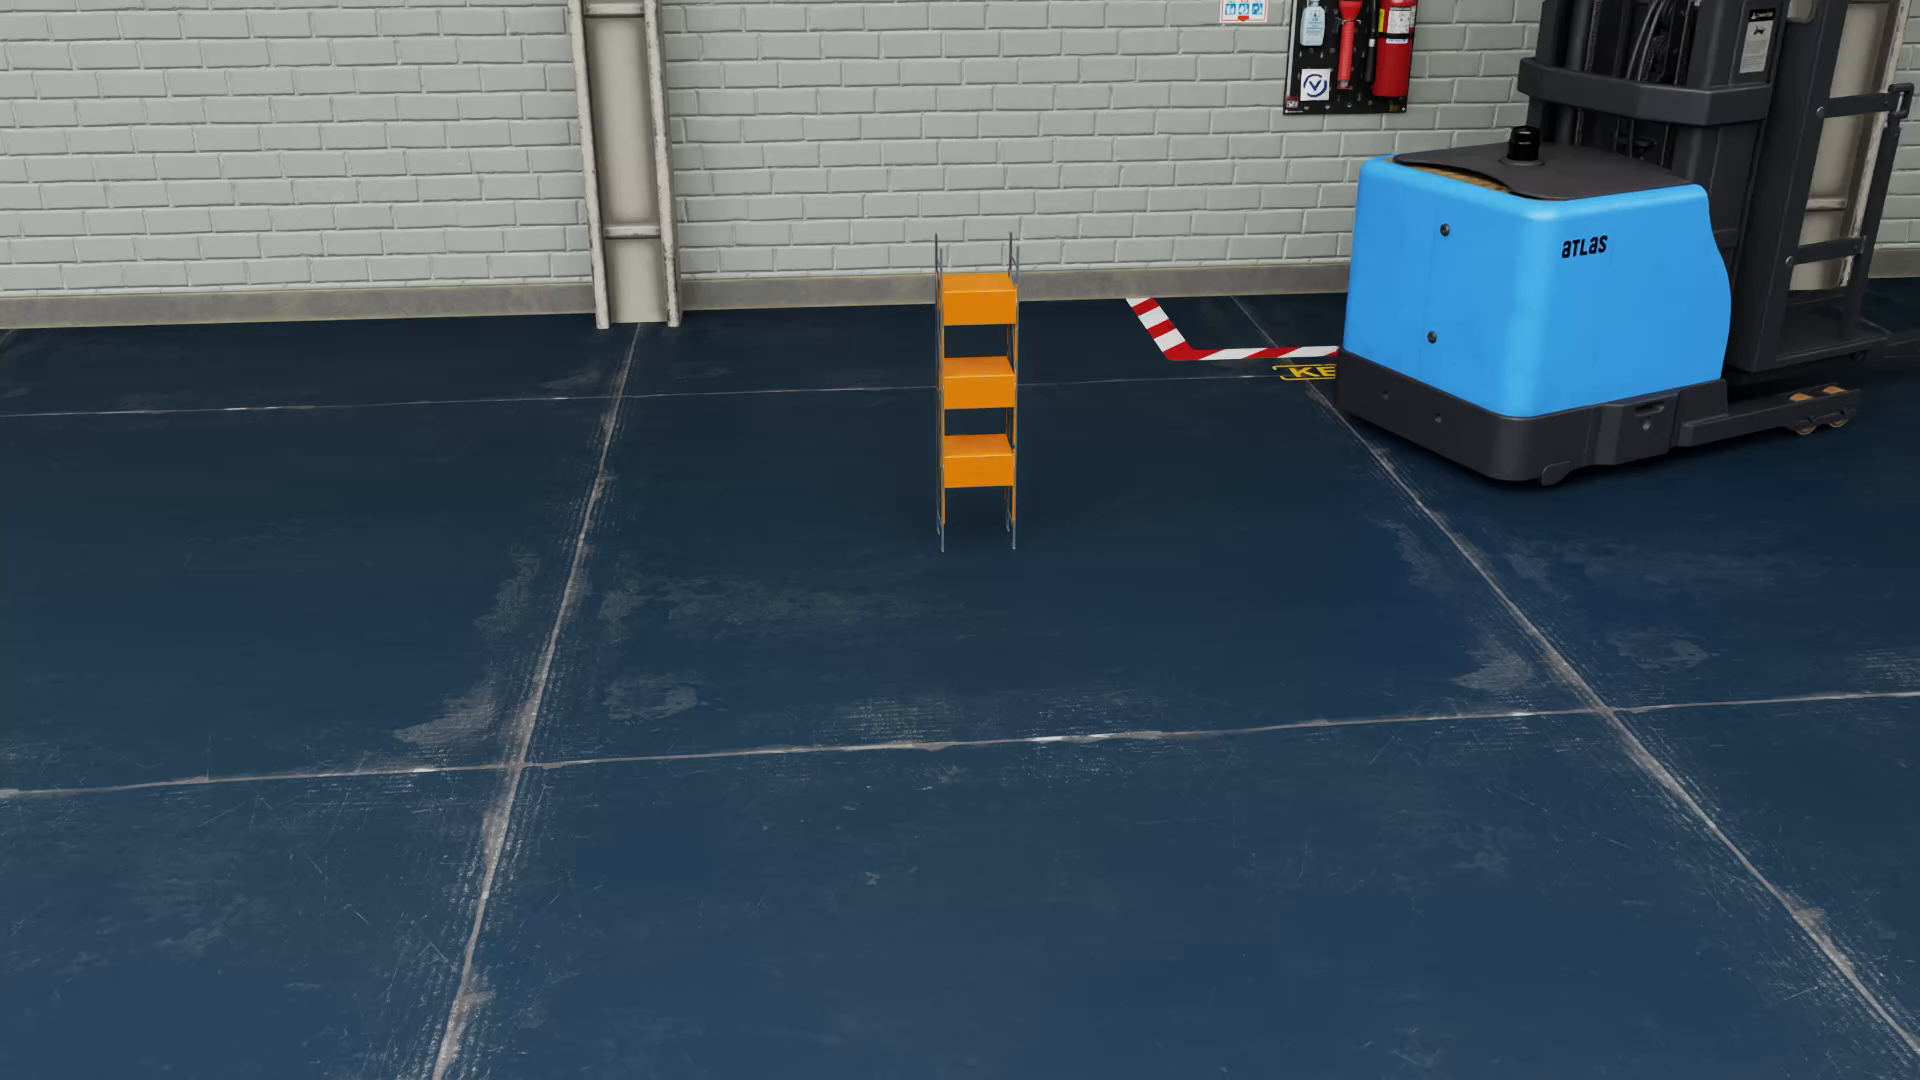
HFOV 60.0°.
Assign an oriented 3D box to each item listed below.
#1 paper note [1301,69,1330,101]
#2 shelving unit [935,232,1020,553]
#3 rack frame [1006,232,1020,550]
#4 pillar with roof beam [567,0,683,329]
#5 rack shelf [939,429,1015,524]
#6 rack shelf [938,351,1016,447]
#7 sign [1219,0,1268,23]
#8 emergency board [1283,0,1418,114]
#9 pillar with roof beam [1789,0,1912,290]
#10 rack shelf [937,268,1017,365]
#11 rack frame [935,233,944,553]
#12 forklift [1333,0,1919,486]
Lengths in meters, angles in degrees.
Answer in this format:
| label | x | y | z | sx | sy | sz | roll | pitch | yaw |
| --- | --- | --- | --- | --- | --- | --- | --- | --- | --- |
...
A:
| label | x | y | z | sx | sy | sz | roll | pitch | yaw |
| --- | --- | --- | --- | --- | --- | --- | --- | --- | --- |
| paper note | 1.749 | -2.240 | 8.180 | 0.142 | 0.148 | 0.016 | -2 | 24 | -5 |
| shelving unit | 0.053 | -0.482 | 5.542 | 0.252 | 1.050 | 0.215 | -2 | 24 | -5 |
| rack frame | 0.175 | -0.487 | 5.553 | 0.008 | 1.050 | 0.200 | -2 | 24 | -5 |
| pillar with roof beam | -1.153 | -3.466 | 2.469 | 0.400 | 9.000 | 9.100 | -2 | 24 | -5 |
| rack shelf | 0.053 | -0.218 | 5.659 | 0.240 | 0.259 | 0.215 | -2 | 24 | -5 |
| rack shelf | 0.053 | -0.472 | 5.546 | 0.240 | 0.259 | 0.215 | -2 | 24 | -5 |
| sign | 1.371 | -2.657 | 7.991 | 0.234 | 0.329 | 0.001 | -2 | 24 | -5 |
| emergency board | 1.932 | -2.621 | 7.954 | 0.643 | 1.169 | 0.194 | -2 | 24 | -5 |
| pillar with roof beam | 4.818 | -3.706 | 3.008 | 0.400 | 9.000 | 9.100 | -2 | 24 | -5 |
| rack shelf | 0.053 | -0.732 | 5.431 | 0.240 | 0.259 | 0.215 | -2 | 24 | -5 |
| rack frame | -0.068 | -0.477 | 5.531 | 0.008 | 1.050 | 0.200 | -2 | 24 | -5 |
| forklift | 3.086 | -1.940 | 6.506 | 3.031 | 2.935 | 1.130 | -12 | 27 | -24 |
